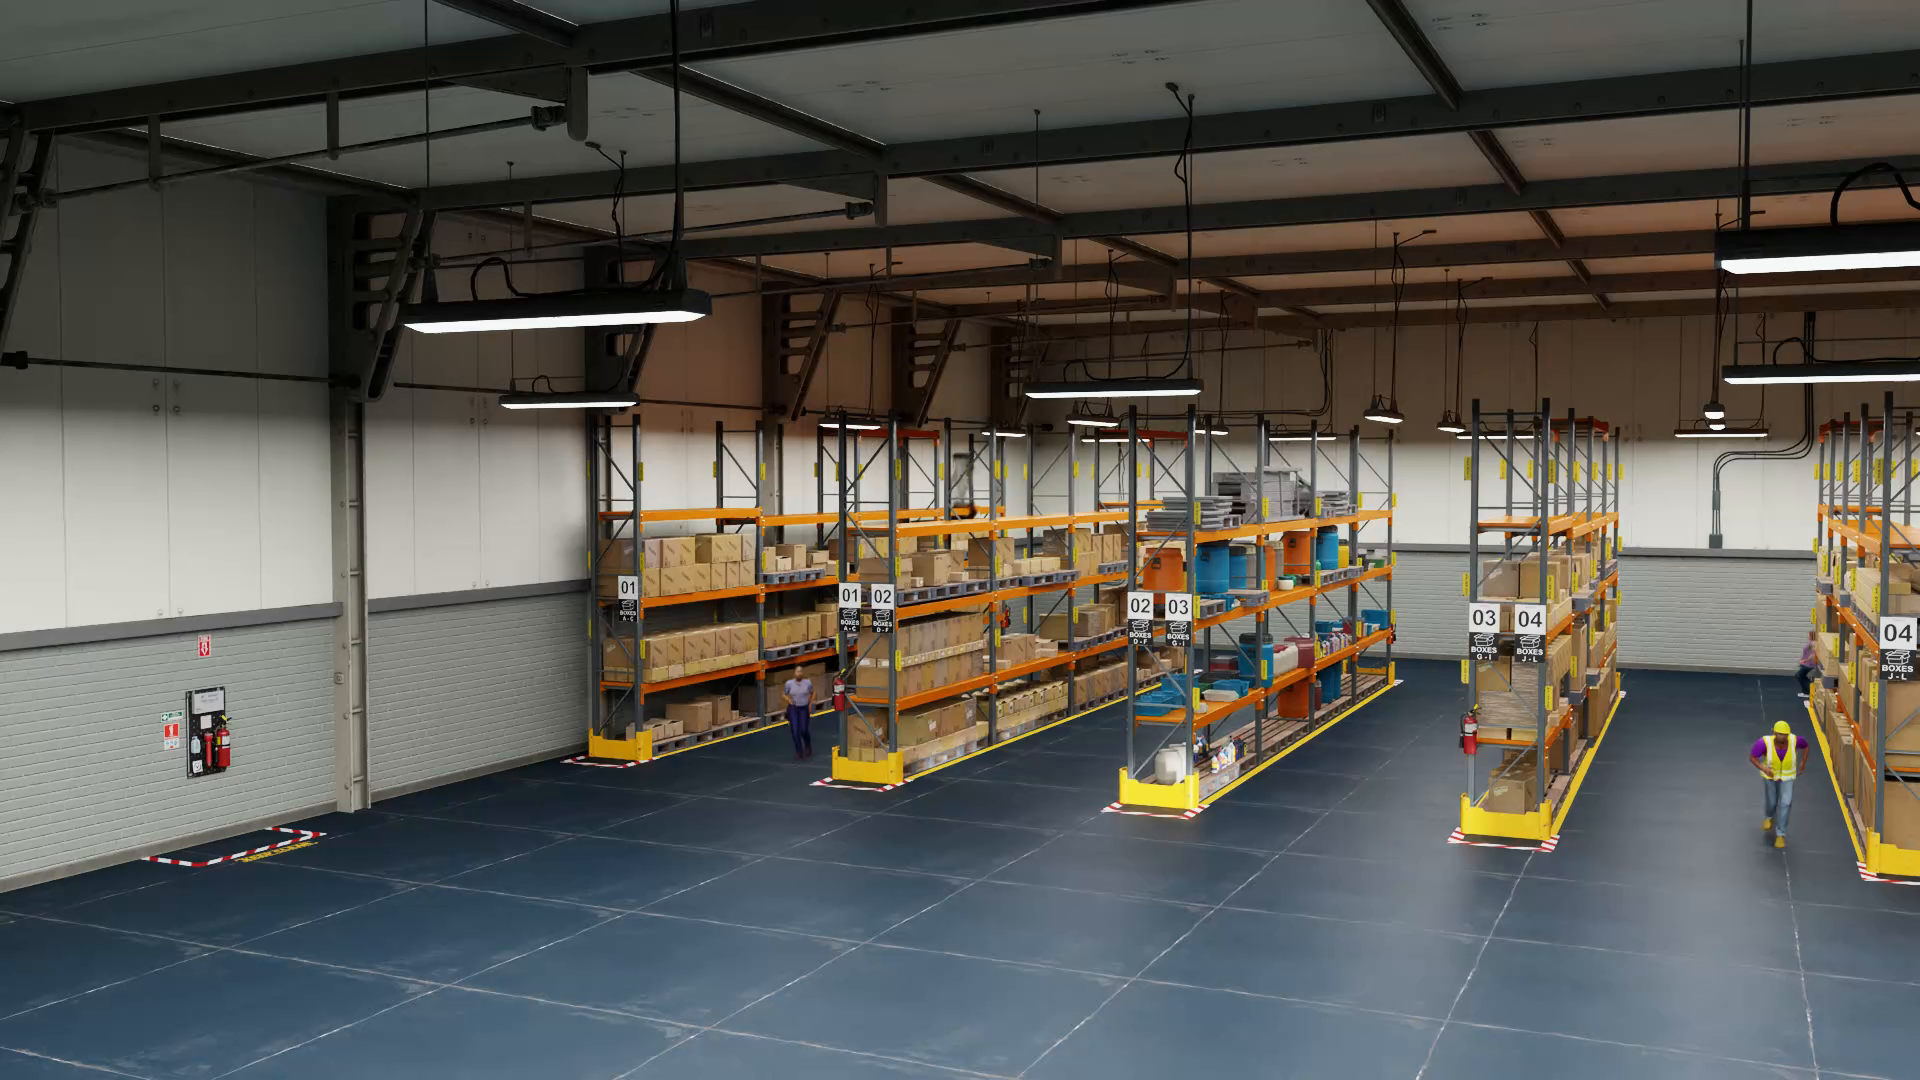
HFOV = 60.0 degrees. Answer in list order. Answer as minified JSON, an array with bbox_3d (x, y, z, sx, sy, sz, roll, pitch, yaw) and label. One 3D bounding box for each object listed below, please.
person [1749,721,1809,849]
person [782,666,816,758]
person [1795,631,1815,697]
[{"bbox_3d":[11.059,3.254,22.499,0.744,1.714,1.057,1,2,15],"label":"person"},{"bbox_3d":[-2.809,3.002,28.943,0.584,1.613,0.573,0,2,-3],"label":"person"},{"bbox_3d":[18.636,2.731,36.609,0.454,1.506,0.610,1,3,31],"label":"person"}]
